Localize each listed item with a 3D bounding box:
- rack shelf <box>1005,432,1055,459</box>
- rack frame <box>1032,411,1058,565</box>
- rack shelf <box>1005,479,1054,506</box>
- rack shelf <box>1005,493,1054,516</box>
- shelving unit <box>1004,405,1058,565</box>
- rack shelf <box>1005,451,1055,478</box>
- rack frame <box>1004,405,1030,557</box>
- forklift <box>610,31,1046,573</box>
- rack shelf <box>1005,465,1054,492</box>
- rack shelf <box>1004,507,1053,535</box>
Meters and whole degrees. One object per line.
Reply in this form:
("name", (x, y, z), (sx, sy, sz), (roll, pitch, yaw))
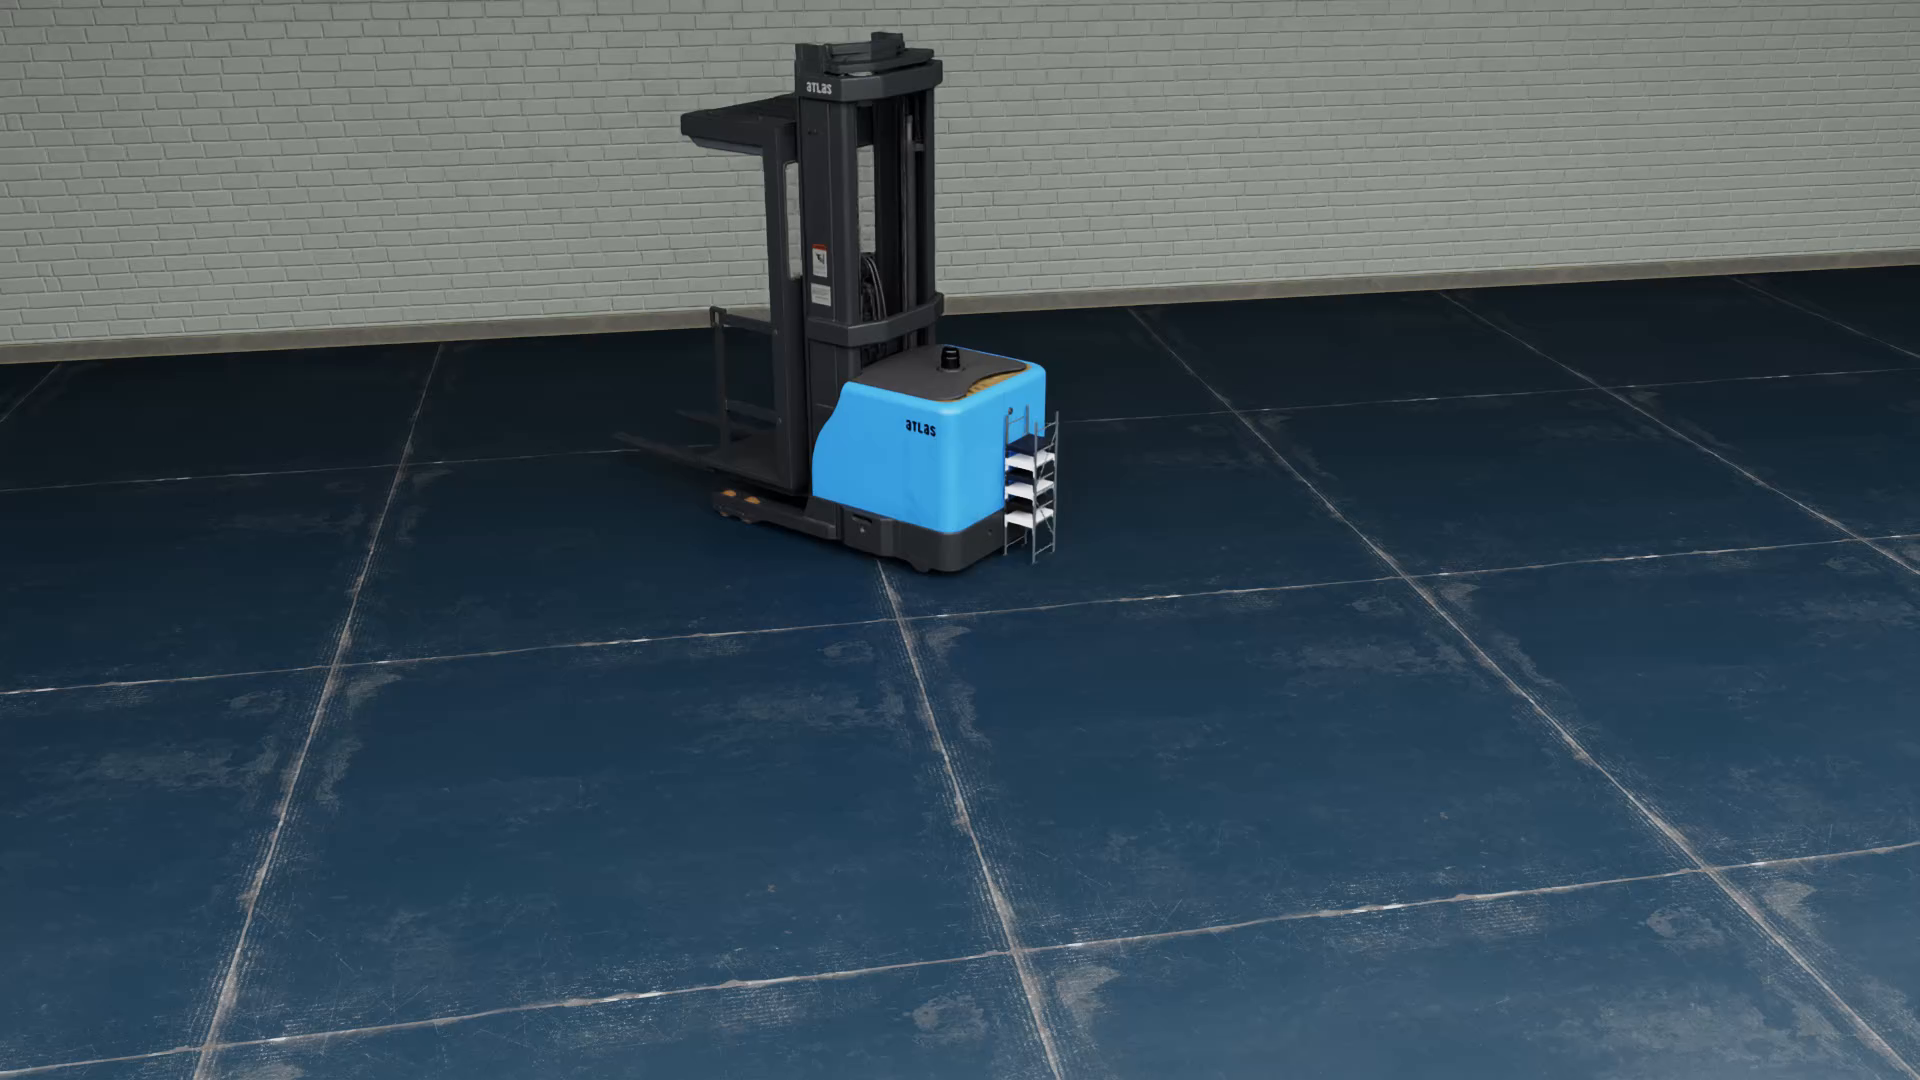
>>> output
("rack shelf", (0.421, -0.543, 9.777), (0.200, 0.077, 0.258), (16, 28, 32))
("rack frame", (0.503, -0.302, 9.817), (0.006, 0.900, 0.240), (16, 28, 32))
("rack shelf", (0.421, -0.295, 9.885), (0.200, 0.077, 0.258), (16, 28, 32))
("rack shelf", (0.421, -0.213, 9.921), (0.200, 0.077, 0.258), (16, 28, 32))
("shelving unit", (0.421, -0.326, 9.872), (0.210, 0.900, 0.258), (16, 28, 32))
("rack shelf", (0.421, -0.460, 9.813), (0.200, 0.077, 0.258), (16, 28, 32))
("rack frame", (0.339, -0.350, 9.926), (0.006, 0.900, 0.240), (16, 28, 32))
("forklift", (-0.961, -1.600, 10.252), (3.031, 2.935, 1.130), (16, 28, 32))
("rack shelf", (0.421, -0.378, 9.849), (0.200, 0.077, 0.258), (16, 28, 32))
("rack shelf", (0.421, -0.130, 9.957), (0.200, 0.077, 0.258), (16, 28, 32))
